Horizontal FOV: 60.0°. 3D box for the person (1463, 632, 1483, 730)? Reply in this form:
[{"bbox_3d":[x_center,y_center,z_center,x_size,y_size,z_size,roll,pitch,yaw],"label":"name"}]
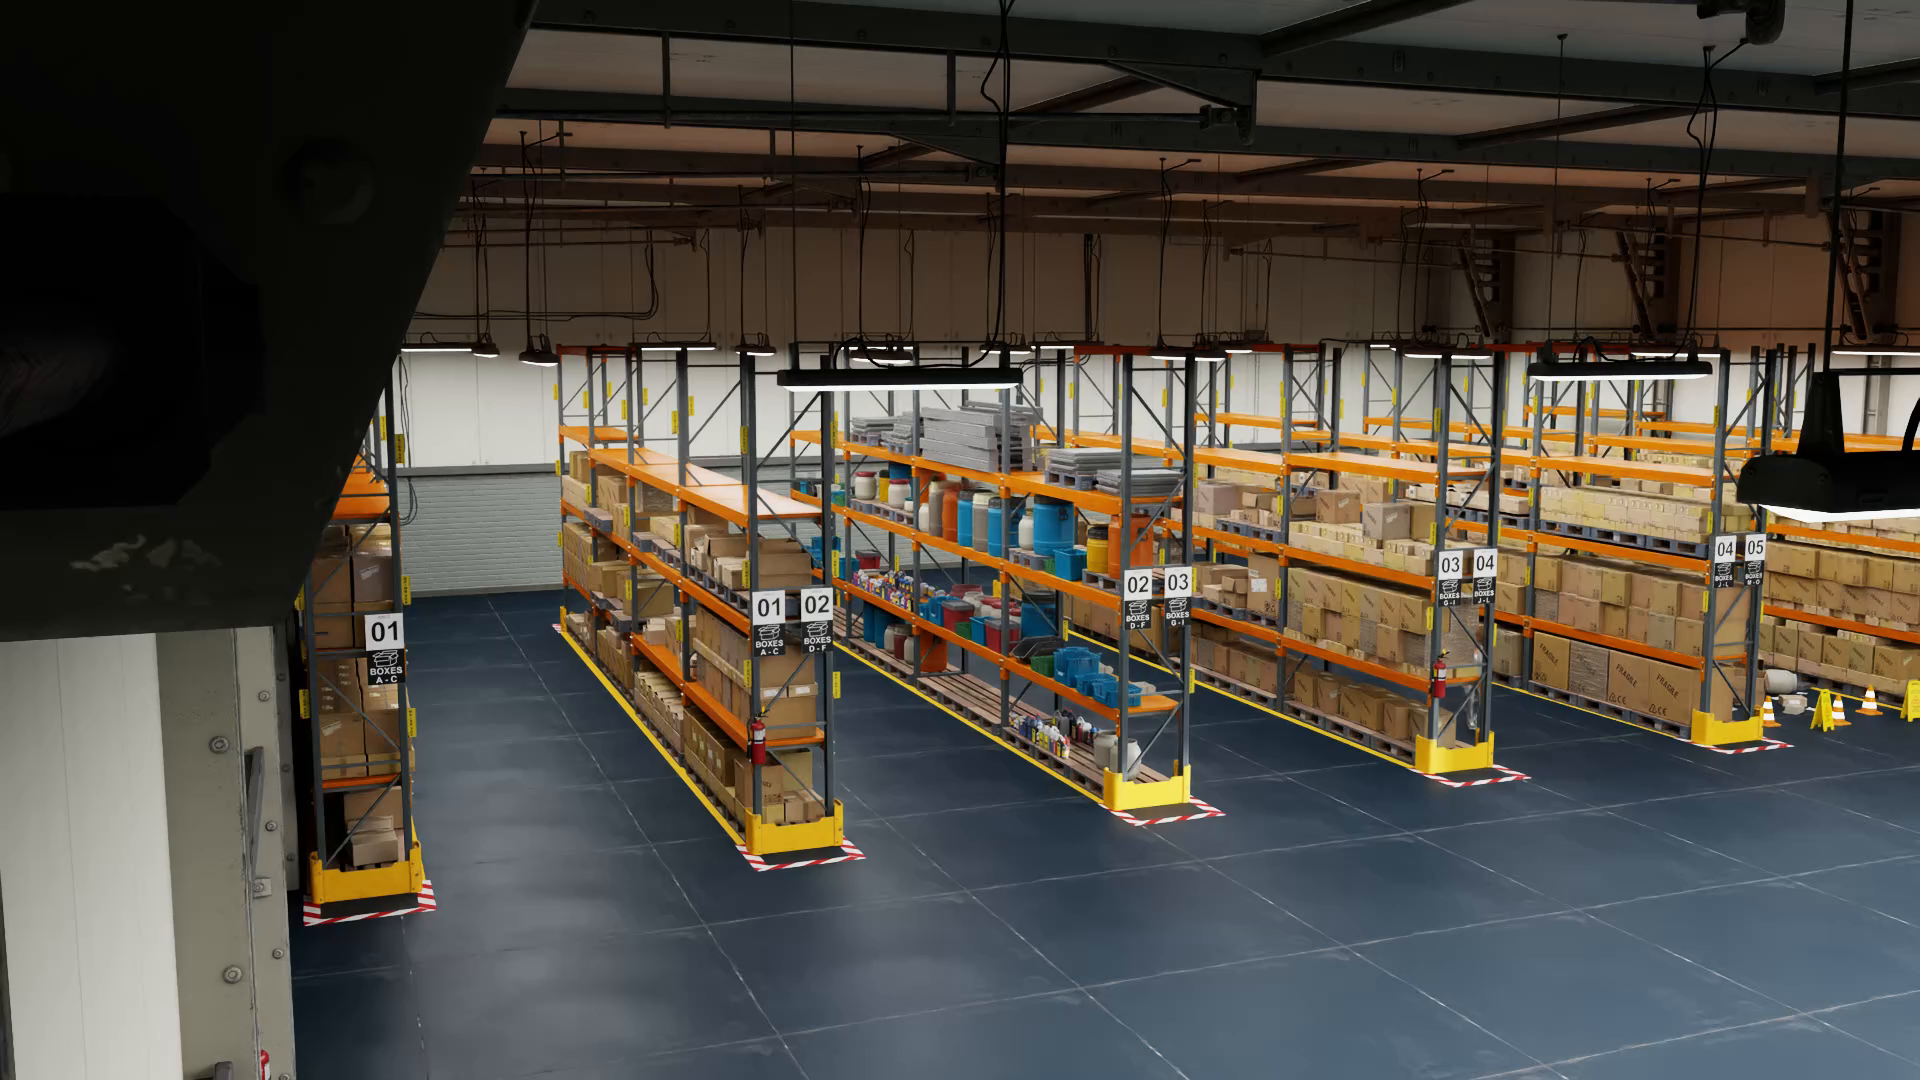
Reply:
[{"bbox_3d":[8.127,2.221,26.375,0.498,1.566,0.455,0,7,-2],"label":"person"}]
